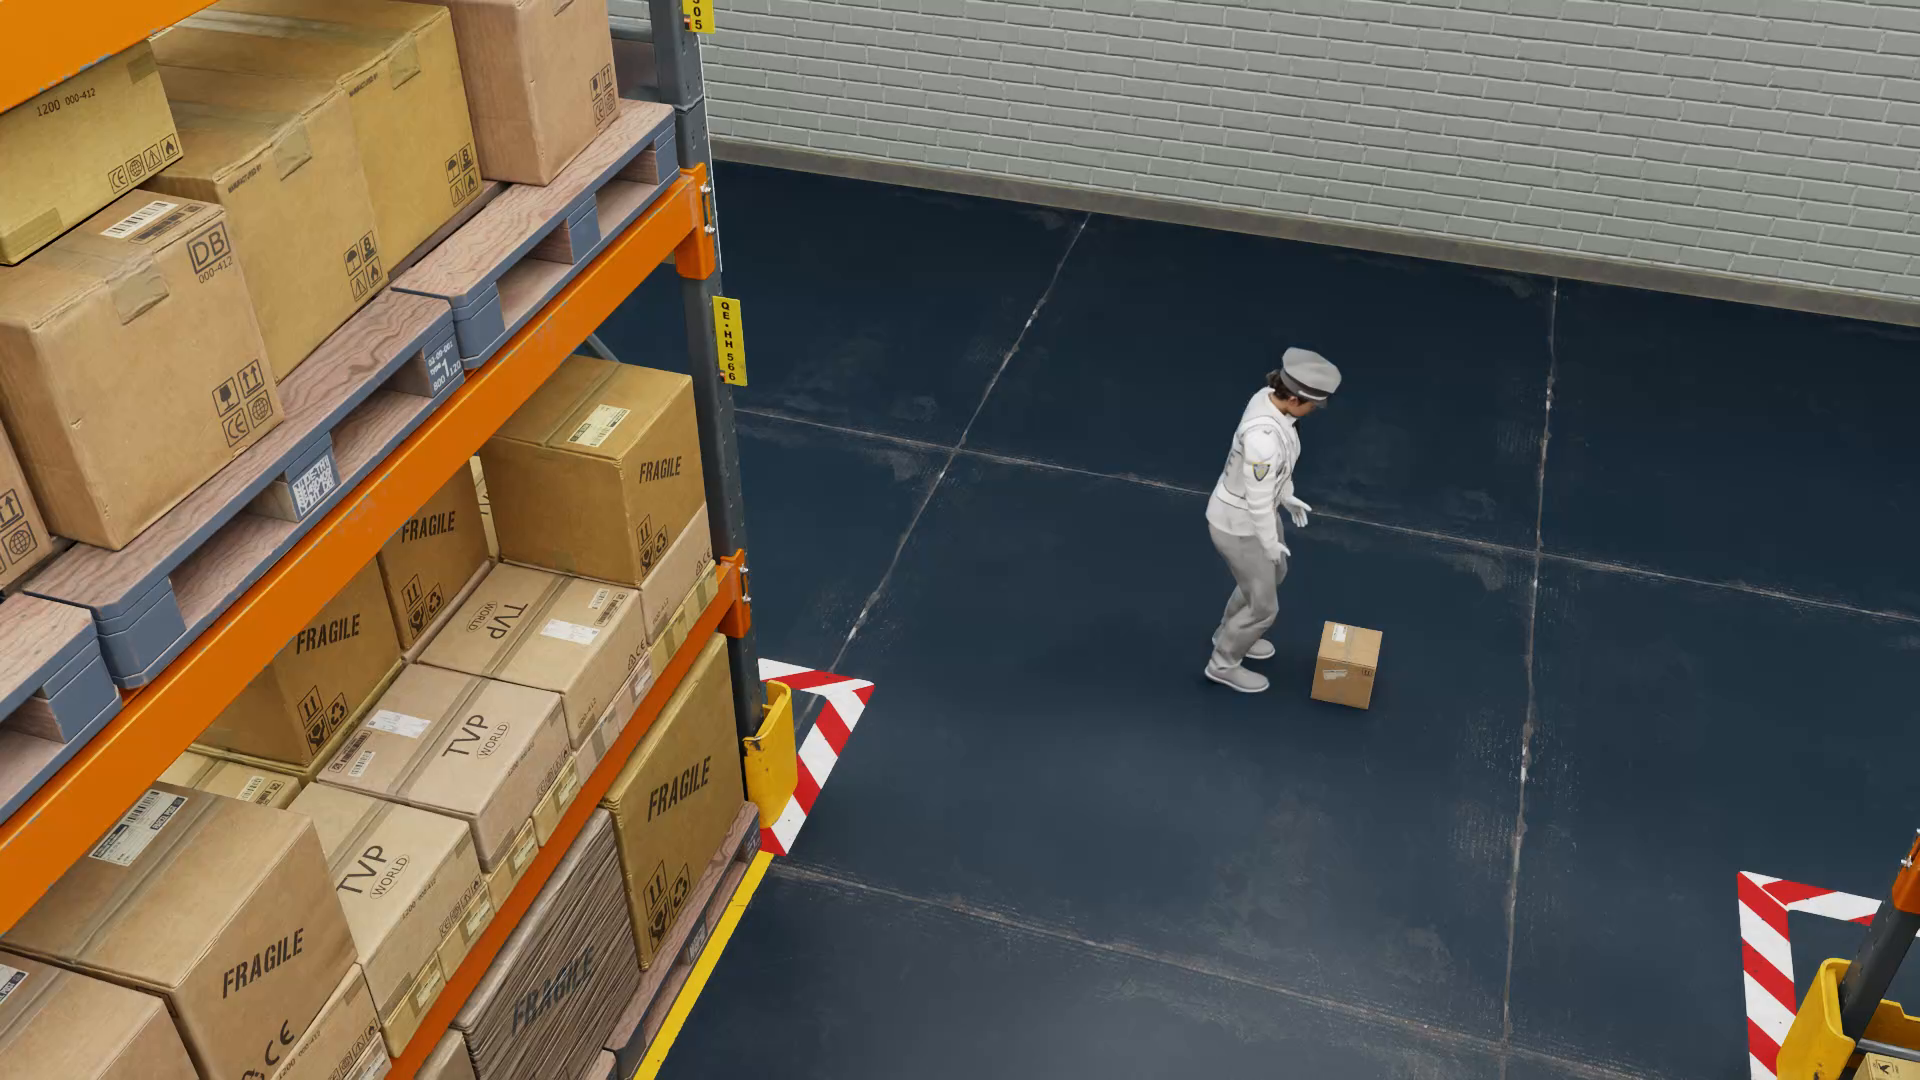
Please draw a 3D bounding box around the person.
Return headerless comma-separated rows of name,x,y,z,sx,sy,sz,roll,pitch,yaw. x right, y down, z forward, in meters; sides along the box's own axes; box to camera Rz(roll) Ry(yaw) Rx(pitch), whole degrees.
person,1.283,-0.088,7.056,0.465,1.616,0.504,12,39,15
